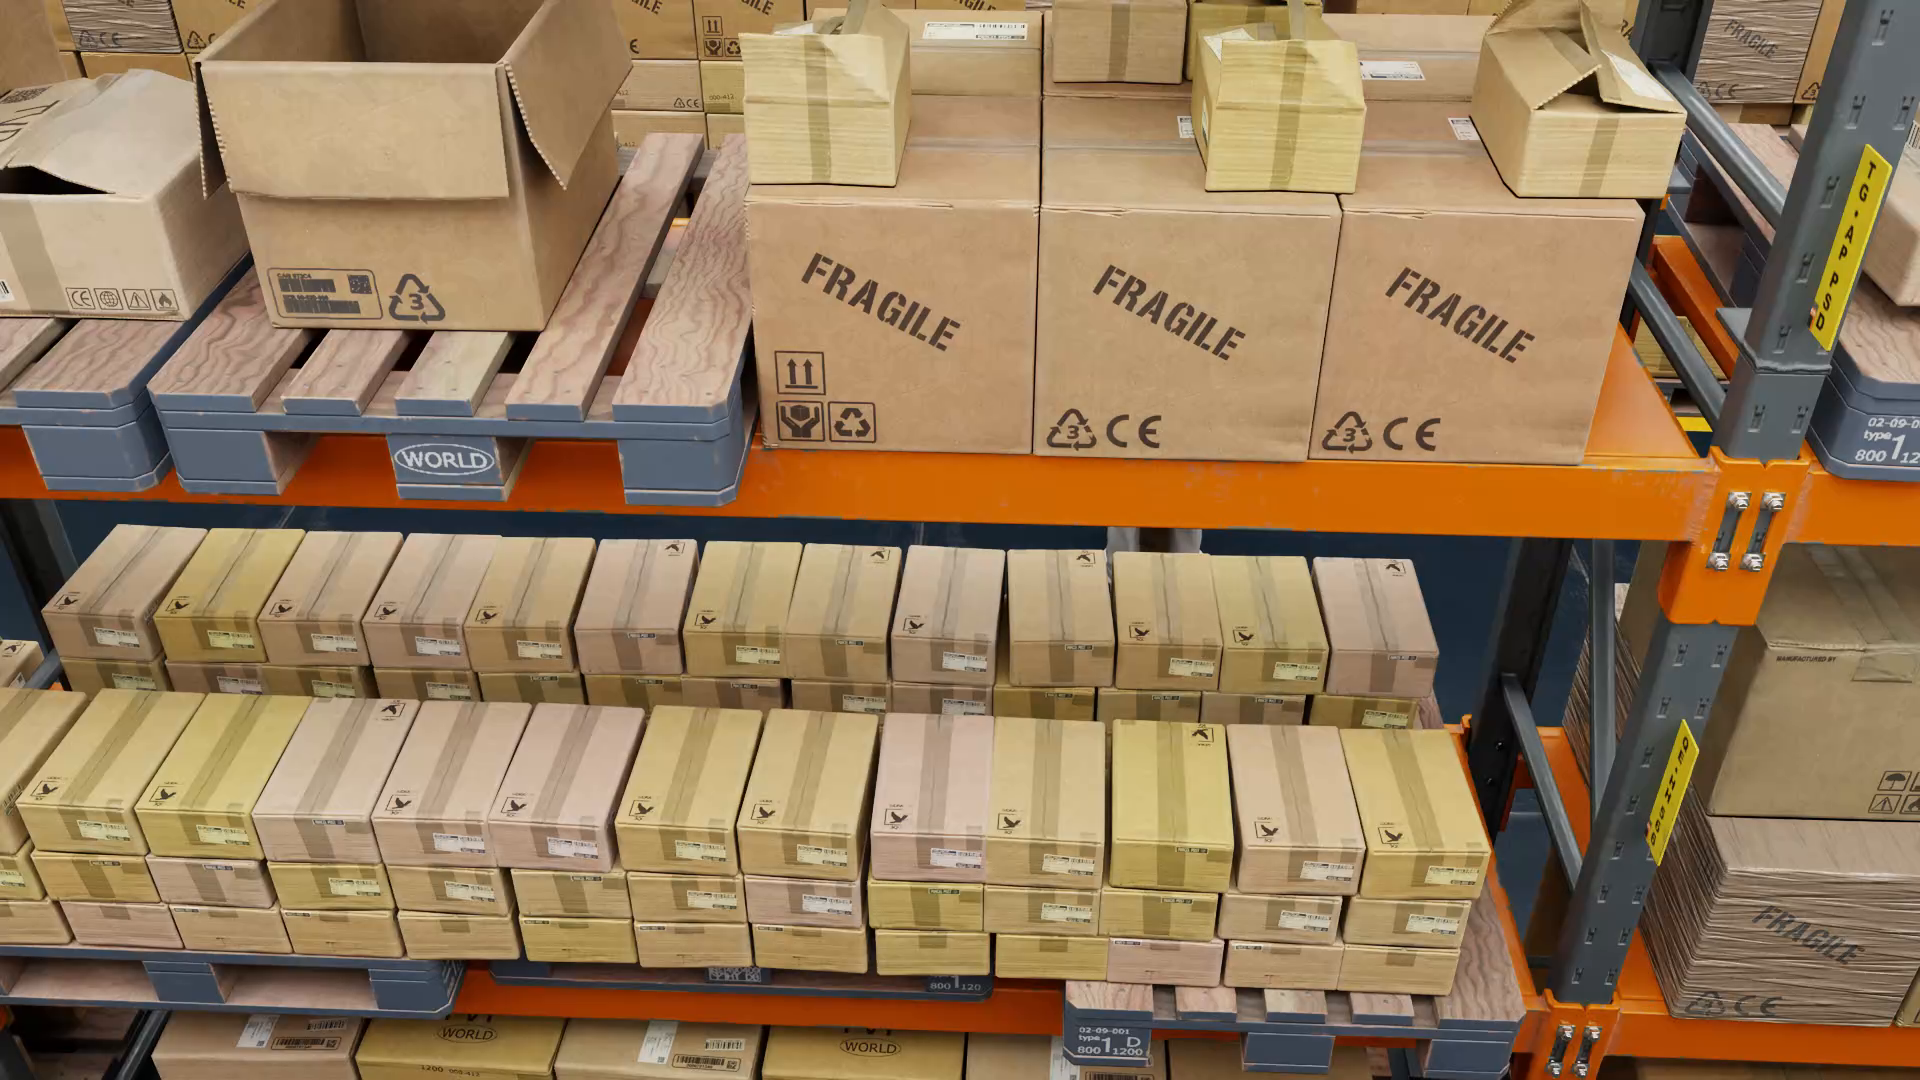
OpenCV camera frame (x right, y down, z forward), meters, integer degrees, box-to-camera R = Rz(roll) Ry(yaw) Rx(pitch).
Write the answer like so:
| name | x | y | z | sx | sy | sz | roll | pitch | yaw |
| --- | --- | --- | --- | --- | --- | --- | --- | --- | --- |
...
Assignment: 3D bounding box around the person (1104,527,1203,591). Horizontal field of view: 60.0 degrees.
| name | x | y | z | sx | sy | sz | roll | pitch | yaw |
| --- | --- | --- | --- | --- | --- | --- | --- | --- | --- |
| person | 0.819 | -0.525 | 6.903 | 0.646 | 1.774 | 0.418 | 1 | 35 | 2 |
